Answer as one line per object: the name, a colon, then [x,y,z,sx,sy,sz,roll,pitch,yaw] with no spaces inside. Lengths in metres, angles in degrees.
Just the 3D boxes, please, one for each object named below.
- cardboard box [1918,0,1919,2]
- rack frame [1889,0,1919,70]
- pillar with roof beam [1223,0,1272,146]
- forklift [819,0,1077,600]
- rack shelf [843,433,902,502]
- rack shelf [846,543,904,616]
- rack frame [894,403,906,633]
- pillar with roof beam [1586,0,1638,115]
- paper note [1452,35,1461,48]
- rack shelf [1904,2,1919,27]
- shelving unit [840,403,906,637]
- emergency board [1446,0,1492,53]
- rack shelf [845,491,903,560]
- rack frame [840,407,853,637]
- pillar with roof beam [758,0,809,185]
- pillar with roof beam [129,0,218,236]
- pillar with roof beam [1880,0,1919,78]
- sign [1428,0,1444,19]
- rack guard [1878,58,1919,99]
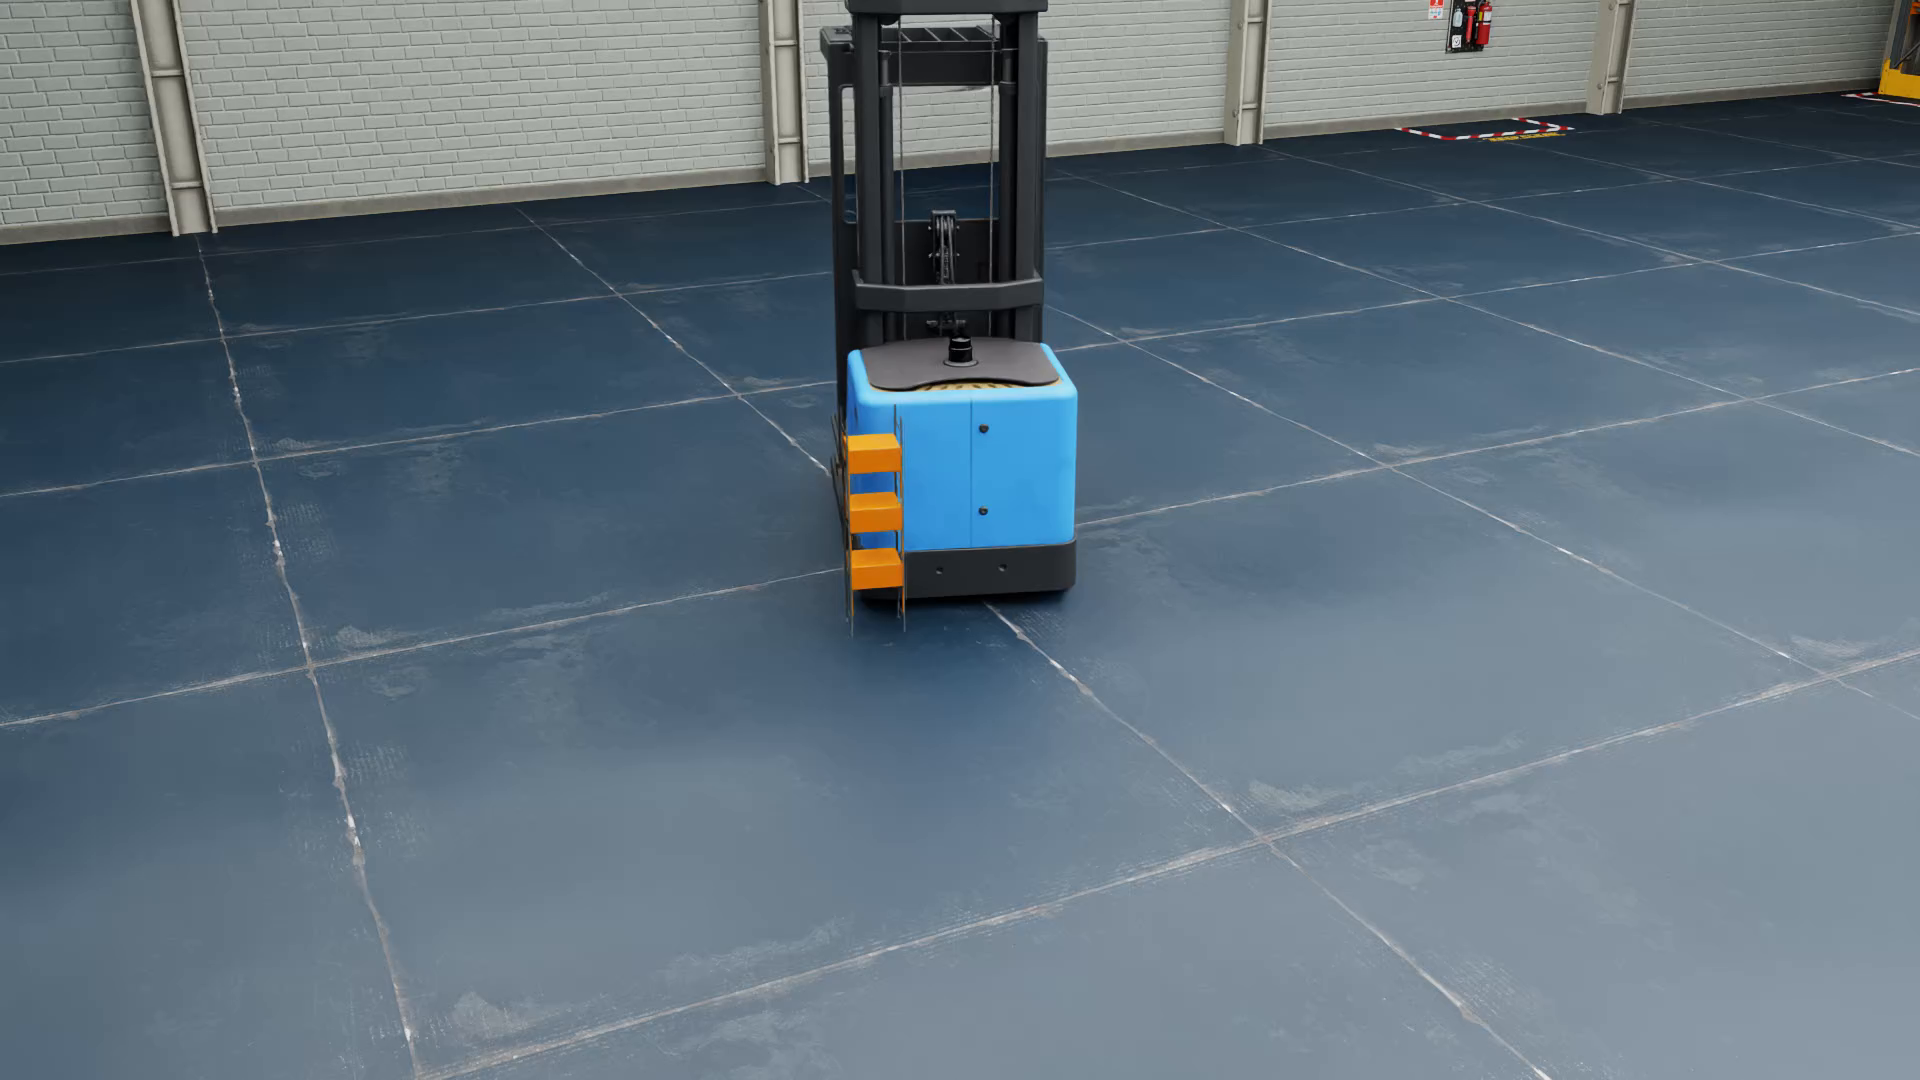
cardboard box: [14.406,-7.982,24.281,0.500,0.250,0.500,-10,25,-23]
rack frame: [14.069,-7.898,23.907,0.127,3.000,1.000,-10,25,-24]
pillar with roof beam: [5.379,-7.610,15.368,0.400,9.000,9.100,-10,25,-24]
forklift: [-0.144,-1.599,8.780,1.130,2.935,3.031,-3,23,-7]
rack shelf: [-0.395,-0.336,7.476,0.240,0.259,0.215,-4,23,-10]
rack shelf: [-0.395,0.183,7.690,0.240,0.259,0.215,-4,23,-10]
rack frame: [-0.275,-0.093,7.601,0.008,1.050,0.200,-4,23,-10]
pillar with roof beam: [10.785,-8.605,17.772,0.400,9.000,9.100,-10,25,-24]
paper note: [6.485,-6.507,21.700,0.142,0.148,0.016,-10,25,-24]
rack shelf: [15.871,-7.897,24.846,4.000,0.370,1.077,-10,25,-24]
shelving unit: [-0.395,-0.084,7.580,0.252,1.050,0.215,-4,23,-10]
emergency board: [6.675,-6.920,21.545,0.643,1.169,0.194,-10,25,-24]
rack shelf: [-0.395,-0.074,7.584,0.240,0.259,0.215,-4,23,-10]
rack frame: [-0.515,-0.075,7.559,0.008,1.050,0.200,-4,23,-10]
pillar with roof beam: [-0.028,-6.614,12.963,0.400,9.000,9.100,-10,25,-24]
pillar with roof beam: [-5.434,-5.619,10.559,0.400,9.000,9.100,-10,25,-24]
pillar with roof beam: [16.191,-9.600,20.176,0.400,9.000,9.100,-10,25,-24]
sign: [6.132,-6.880,21.402,0.234,0.329,0.001,-10,25,-24]
rack guard: [14.137,-6.755,24.416,0.348,0.500,1.175,-10,25,-24]
